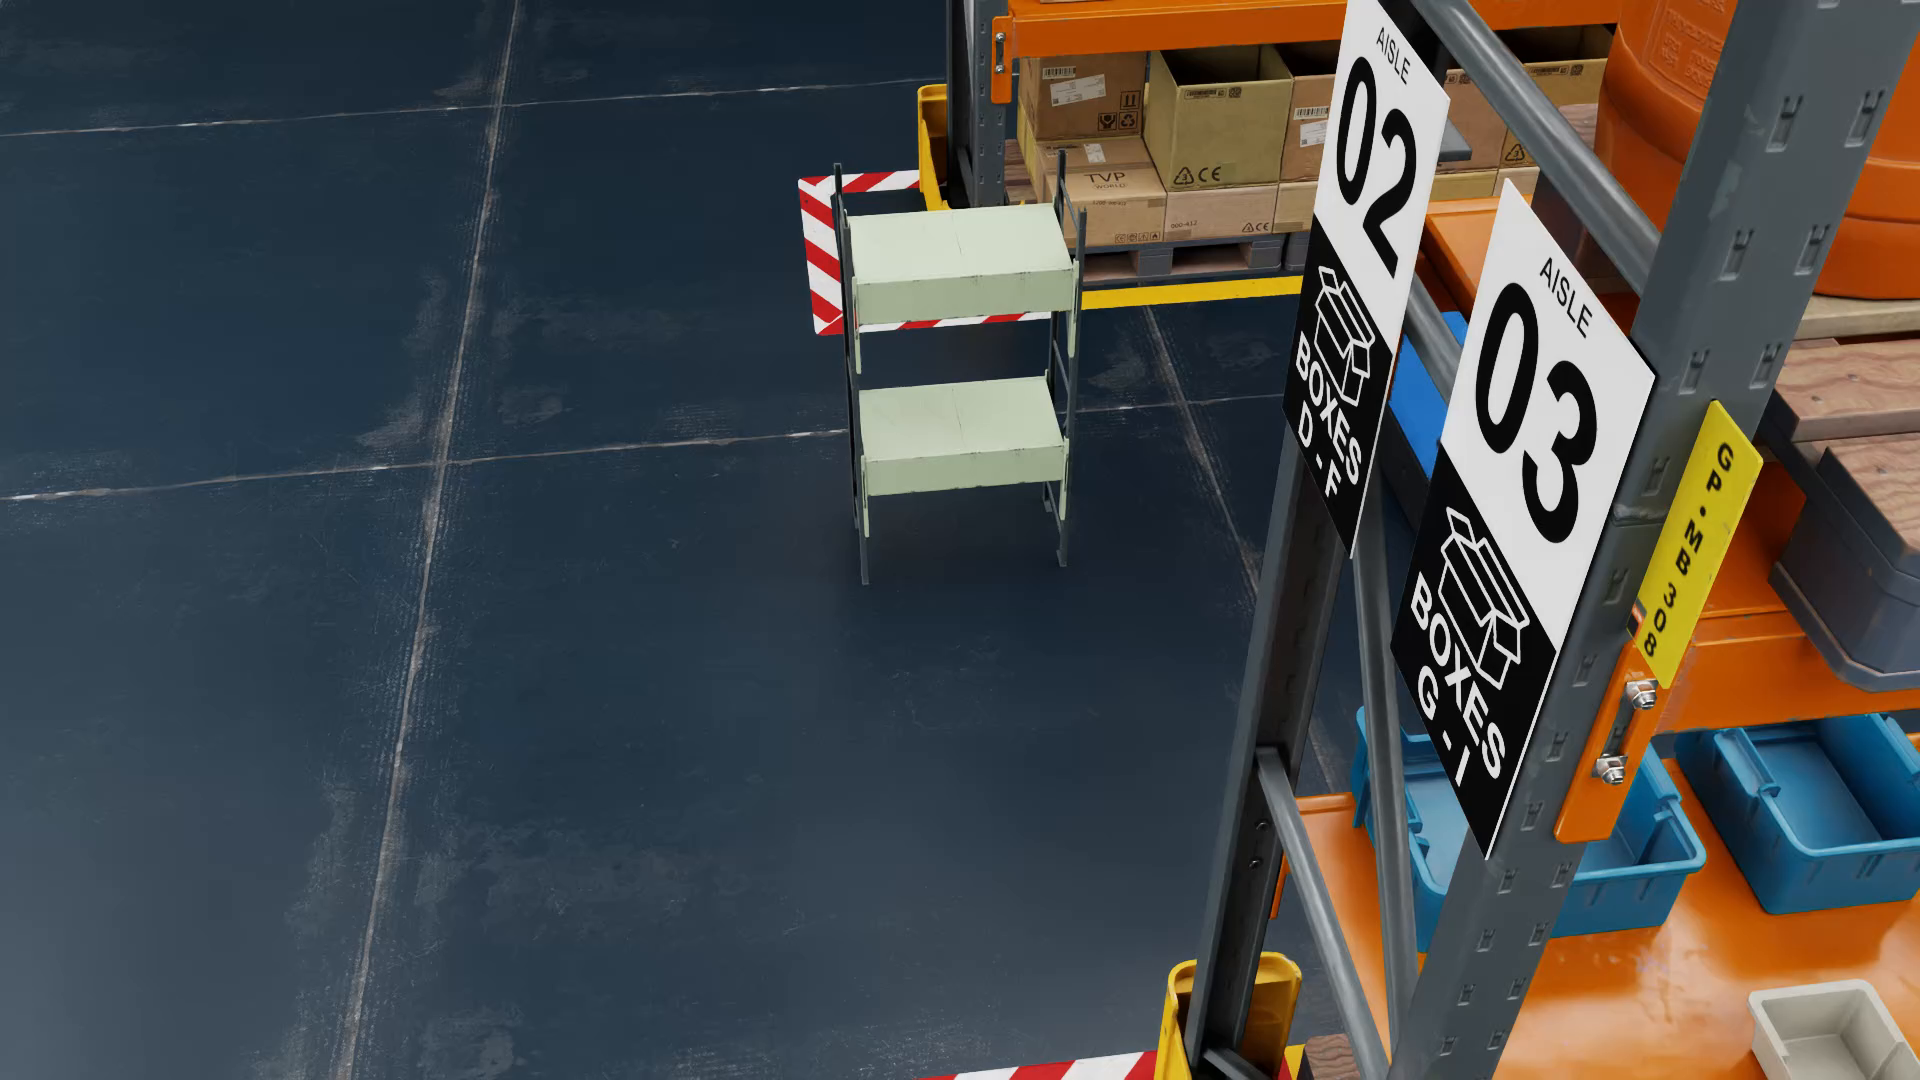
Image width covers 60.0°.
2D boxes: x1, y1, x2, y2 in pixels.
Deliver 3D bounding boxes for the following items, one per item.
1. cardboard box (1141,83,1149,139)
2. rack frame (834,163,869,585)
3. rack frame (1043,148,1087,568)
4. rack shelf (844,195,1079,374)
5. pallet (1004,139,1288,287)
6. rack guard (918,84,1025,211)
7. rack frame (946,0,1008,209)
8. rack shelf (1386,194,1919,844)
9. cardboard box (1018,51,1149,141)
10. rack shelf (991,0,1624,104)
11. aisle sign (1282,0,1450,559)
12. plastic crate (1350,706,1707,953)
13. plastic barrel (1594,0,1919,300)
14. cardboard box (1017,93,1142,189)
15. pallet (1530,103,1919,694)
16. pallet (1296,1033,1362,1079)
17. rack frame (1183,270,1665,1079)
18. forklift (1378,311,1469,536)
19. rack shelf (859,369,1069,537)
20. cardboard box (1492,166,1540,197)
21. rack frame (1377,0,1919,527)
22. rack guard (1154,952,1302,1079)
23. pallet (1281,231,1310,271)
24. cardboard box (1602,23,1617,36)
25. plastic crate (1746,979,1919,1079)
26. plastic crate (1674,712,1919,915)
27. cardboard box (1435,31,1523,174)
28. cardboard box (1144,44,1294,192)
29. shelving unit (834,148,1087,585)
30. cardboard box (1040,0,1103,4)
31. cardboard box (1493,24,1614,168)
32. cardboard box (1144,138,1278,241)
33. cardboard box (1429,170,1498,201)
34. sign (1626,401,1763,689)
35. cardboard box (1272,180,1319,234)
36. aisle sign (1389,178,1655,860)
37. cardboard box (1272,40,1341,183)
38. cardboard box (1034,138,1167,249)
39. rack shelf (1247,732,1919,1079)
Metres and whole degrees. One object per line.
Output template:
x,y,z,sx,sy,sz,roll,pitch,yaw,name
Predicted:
1.050,-1.956,7.919,0.500,0.250,0.500,-5,42,-6,cardboard box
-0.370,-0.525,5.712,0.023,1.500,0.400,-5,42,-6,rack frame
0.356,-0.588,5.782,0.023,1.500,0.400,-5,42,-6,rack frame
-0.007,-0.846,5.486,0.720,0.370,0.431,-5,42,-6,rack shelf
0.815,-1.586,7.851,1.213,0.211,1.003,-5,42,-6,pallet
0.039,-1.597,7.647,0.348,0.500,1.175,-5,42,-6,rack guard
0.063,-2.527,6.812,0.127,3.000,1.000,-5,42,-6,rack frame
2.684,-0.258,2.594,4.000,0.370,1.077,-5,42,-6,rack shelf
0.556,-2.185,7.612,0.500,0.500,0.500,-5,42,-6,cardboard box
2.046,-2.434,7.246,4.000,0.370,1.077,-5,42,-6,rack shelf
0.591,-0.394,2.506,0.004,0.787,0.394,-5,42,-6,aisle sign
1.159,0.576,3.483,0.616,0.251,0.499,-5,42,-6,plastic crate
1.167,-0.793,2.016,0.708,0.830,0.600,-5,42,-6,plastic barrel
0.556,-1.905,7.862,0.500,0.250,0.500,-5,42,-6,cardboard box
1.534,-0.288,2.231,1.213,0.211,1.003,-5,42,-6,pallet
1.577,1.693,4.215,1.213,0.211,1.003,-5,42,-6,pallet
0.701,0.763,3.165,0.127,3.000,1.000,-5,42,-6,rack frame
3.185,-1.225,5.420,3.031,2.935,1.130,-5,42,-6,forklift
-0.007,-0.314,5.965,0.720,0.370,0.431,-5,42,-6,rack shelf
2.606,-1.734,7.672,0.500,0.250,0.500,-5,42,-6,cardboard box
0.701,-1.465,1.155,0.127,3.000,1.000,-5,42,-6,rack frame
0.770,1.653,4.044,0.348,0.500,1.175,-5,42,-6,rack guard
2.023,-1.690,7.966,1.213,0.211,1.003,-5,42,-6,pallet
3.100,-2.067,7.481,0.500,0.500,0.500,-5,42,-6,cardboard box
1.630,0.997,3.102,0.250,0.136,0.298,-5,42,-6,plastic crate
1.803,0.523,3.541,0.408,0.251,0.499,-5,42,-6,plastic crate
2.111,-1.968,7.372,0.500,0.500,0.500,-5,42,-6,cardboard box
1.119,-1.884,7.279,0.500,0.500,0.500,-5,42,-6,cardboard box
-0.007,-0.556,5.747,0.755,1.500,0.431,-5,42,-6,shelving unit
0.527,-2.596,6.814,0.500,0.500,0.700,-5,42,-6,cardboard box
2.605,-2.021,7.430,0.500,0.500,0.500,-5,42,-6,cardboard box
1.119,-1.607,7.531,0.500,0.250,0.500,-5,42,-6,cardboard box
2.111,-1.690,7.624,0.500,0.250,0.500,-5,42,-6,cardboard box
0.768,0.011,1.752,0.005,0.325,0.100,-5,42,-6,sign
1.614,-1.650,7.579,0.500,0.250,0.500,-5,42,-6,cardboard box
0.668,-0.002,2.071,0.004,0.787,0.394,-5,42,-6,aisle sign
1.613,-1.936,7.336,0.500,0.500,0.500,-5,42,-6,cardboard box
0.623,-1.561,7.480,0.500,0.250,0.500,-5,42,-6,cardboard box
2.684,0.856,3.598,4.000,0.370,1.077,-5,42,-6,rack shelf
